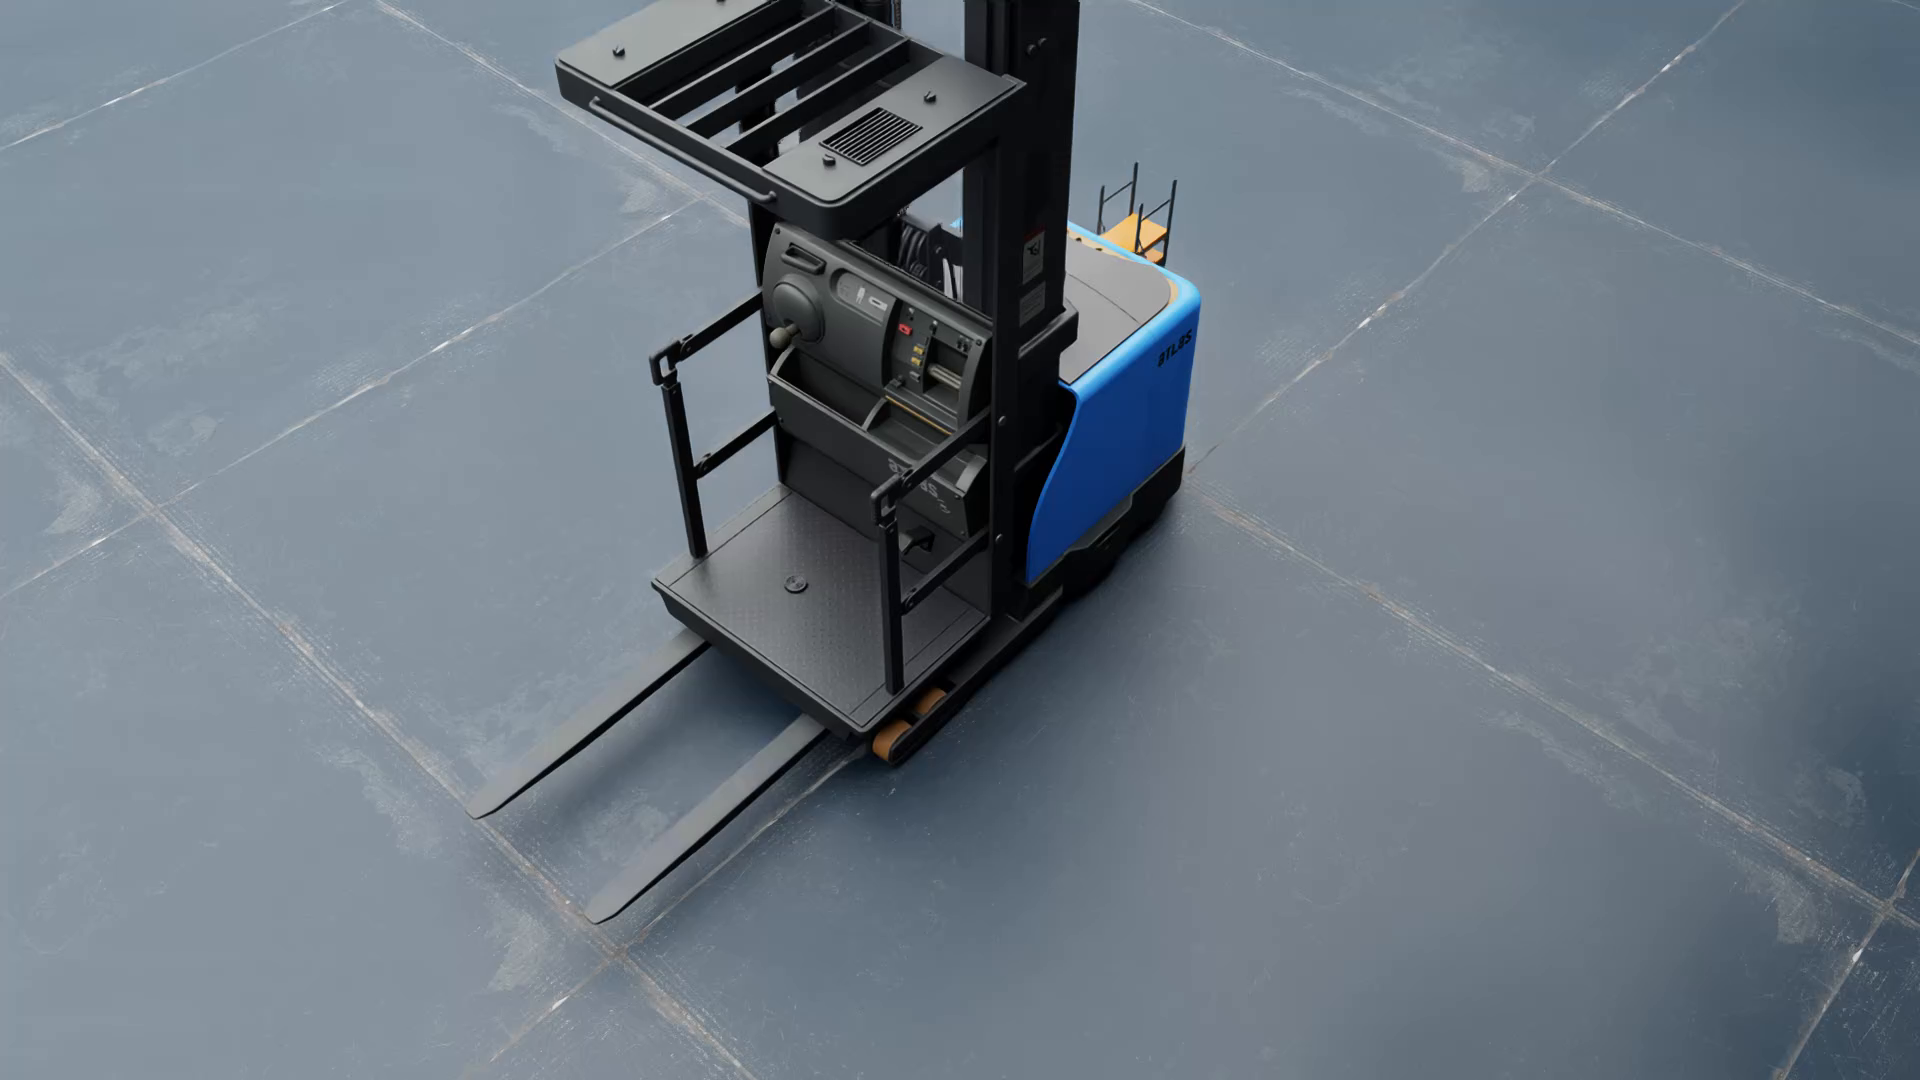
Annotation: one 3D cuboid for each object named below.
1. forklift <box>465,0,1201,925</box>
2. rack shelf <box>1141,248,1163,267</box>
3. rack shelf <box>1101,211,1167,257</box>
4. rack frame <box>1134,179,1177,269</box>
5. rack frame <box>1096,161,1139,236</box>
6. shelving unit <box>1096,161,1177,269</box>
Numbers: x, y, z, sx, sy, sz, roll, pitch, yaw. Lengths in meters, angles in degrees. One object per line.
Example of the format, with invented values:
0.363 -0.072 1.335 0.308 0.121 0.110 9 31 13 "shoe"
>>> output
-0.428 -0.620 5.322 1.130 2.935 3.031 32 55 27 "forklift"
0.679 -1.089 6.676 0.180 0.103 0.258 32 53 26 "rack shelf"
0.682 -1.173 6.590 0.180 0.103 0.258 32 53 26 "rack shelf"
0.745 -0.909 6.775 0.006 1.200 0.240 32 53 26 "rack frame"
0.606 -0.996 6.856 0.006 1.200 0.240 32 53 26 "rack frame"
0.675 -0.952 6.815 0.189 1.200 0.258 32 53 26 "shelving unit"
